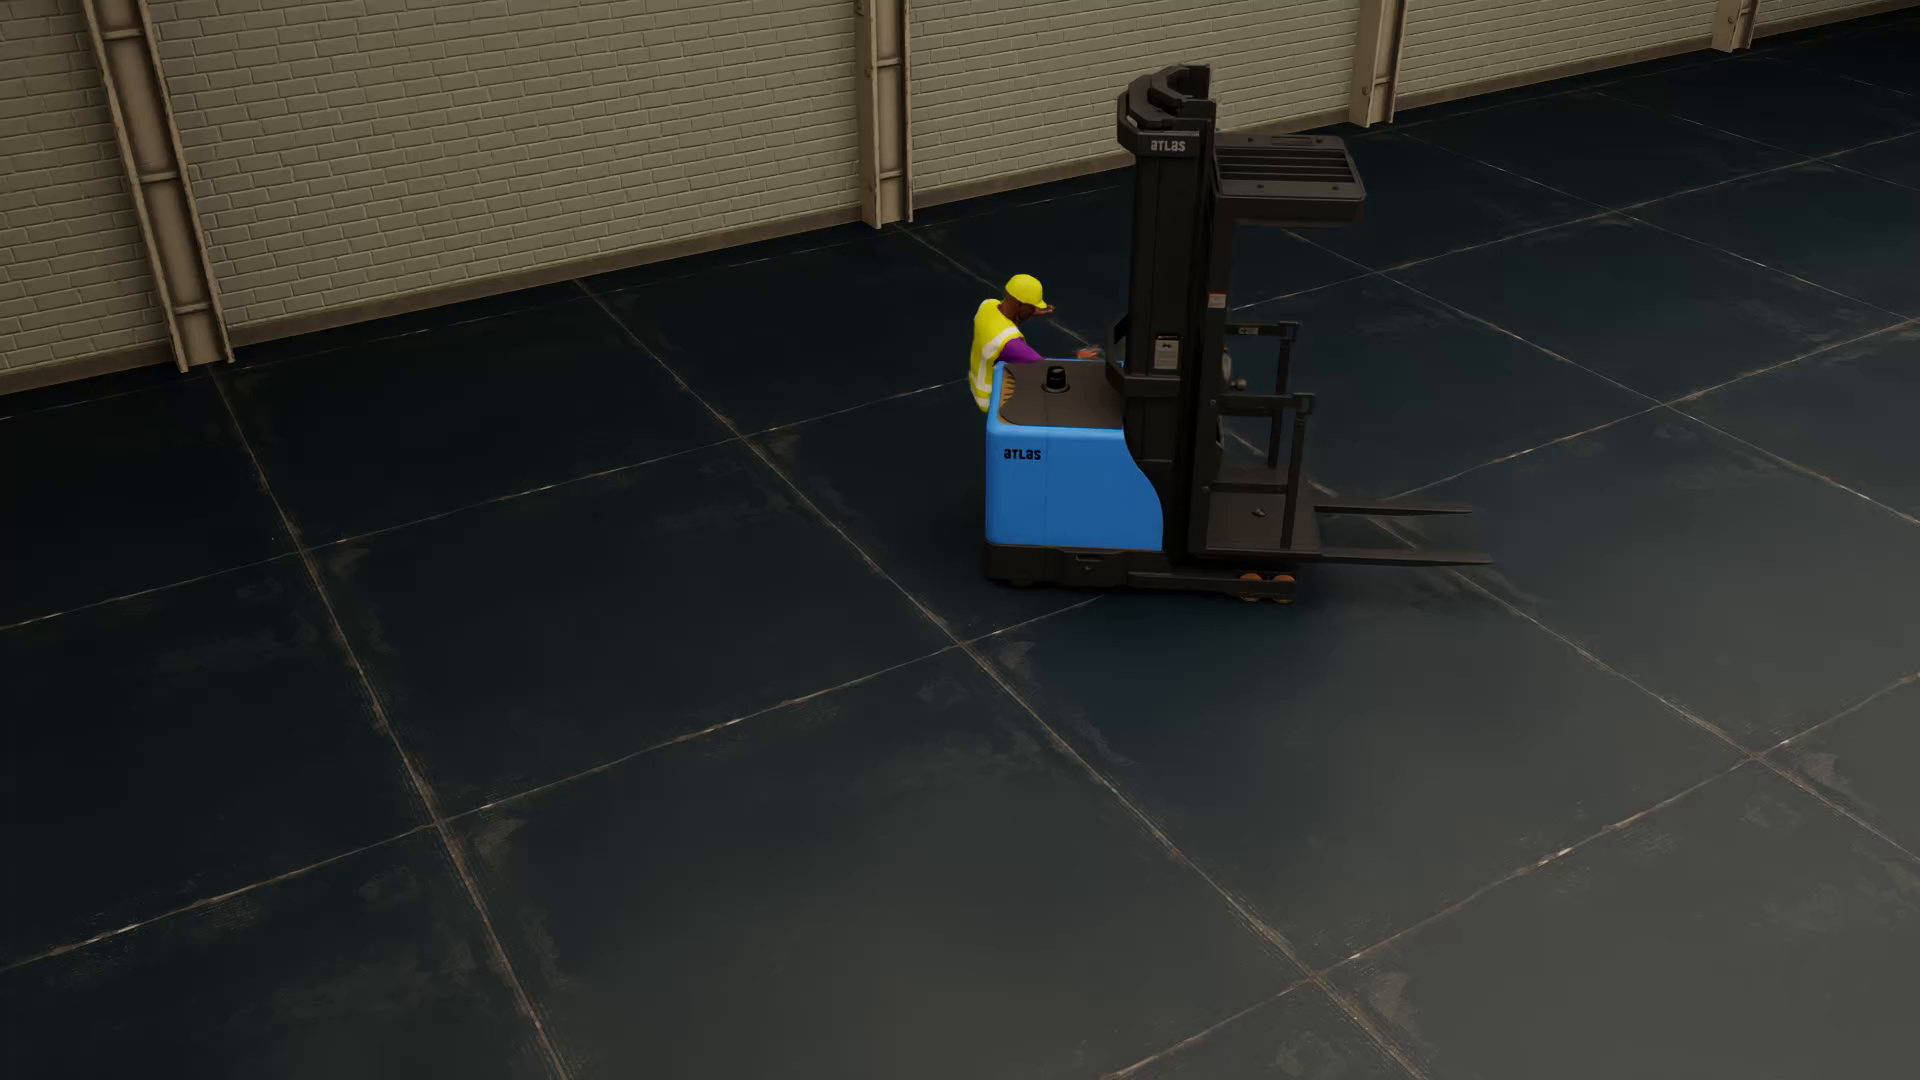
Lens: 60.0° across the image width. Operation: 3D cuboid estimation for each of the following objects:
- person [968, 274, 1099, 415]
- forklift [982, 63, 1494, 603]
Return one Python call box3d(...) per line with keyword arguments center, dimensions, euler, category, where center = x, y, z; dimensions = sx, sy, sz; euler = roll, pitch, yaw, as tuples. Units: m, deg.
box3d(center=(0.463, -1.019, 10.670), dimensions=(0.791, 1.525, 1.007), euler=(-6, 32, -11), category="person")
box3d(center=(1.680, -1.169, 9.600), dimensions=(3.031, 2.935, 1.130), euler=(2, 31, 4), category="forklift")
